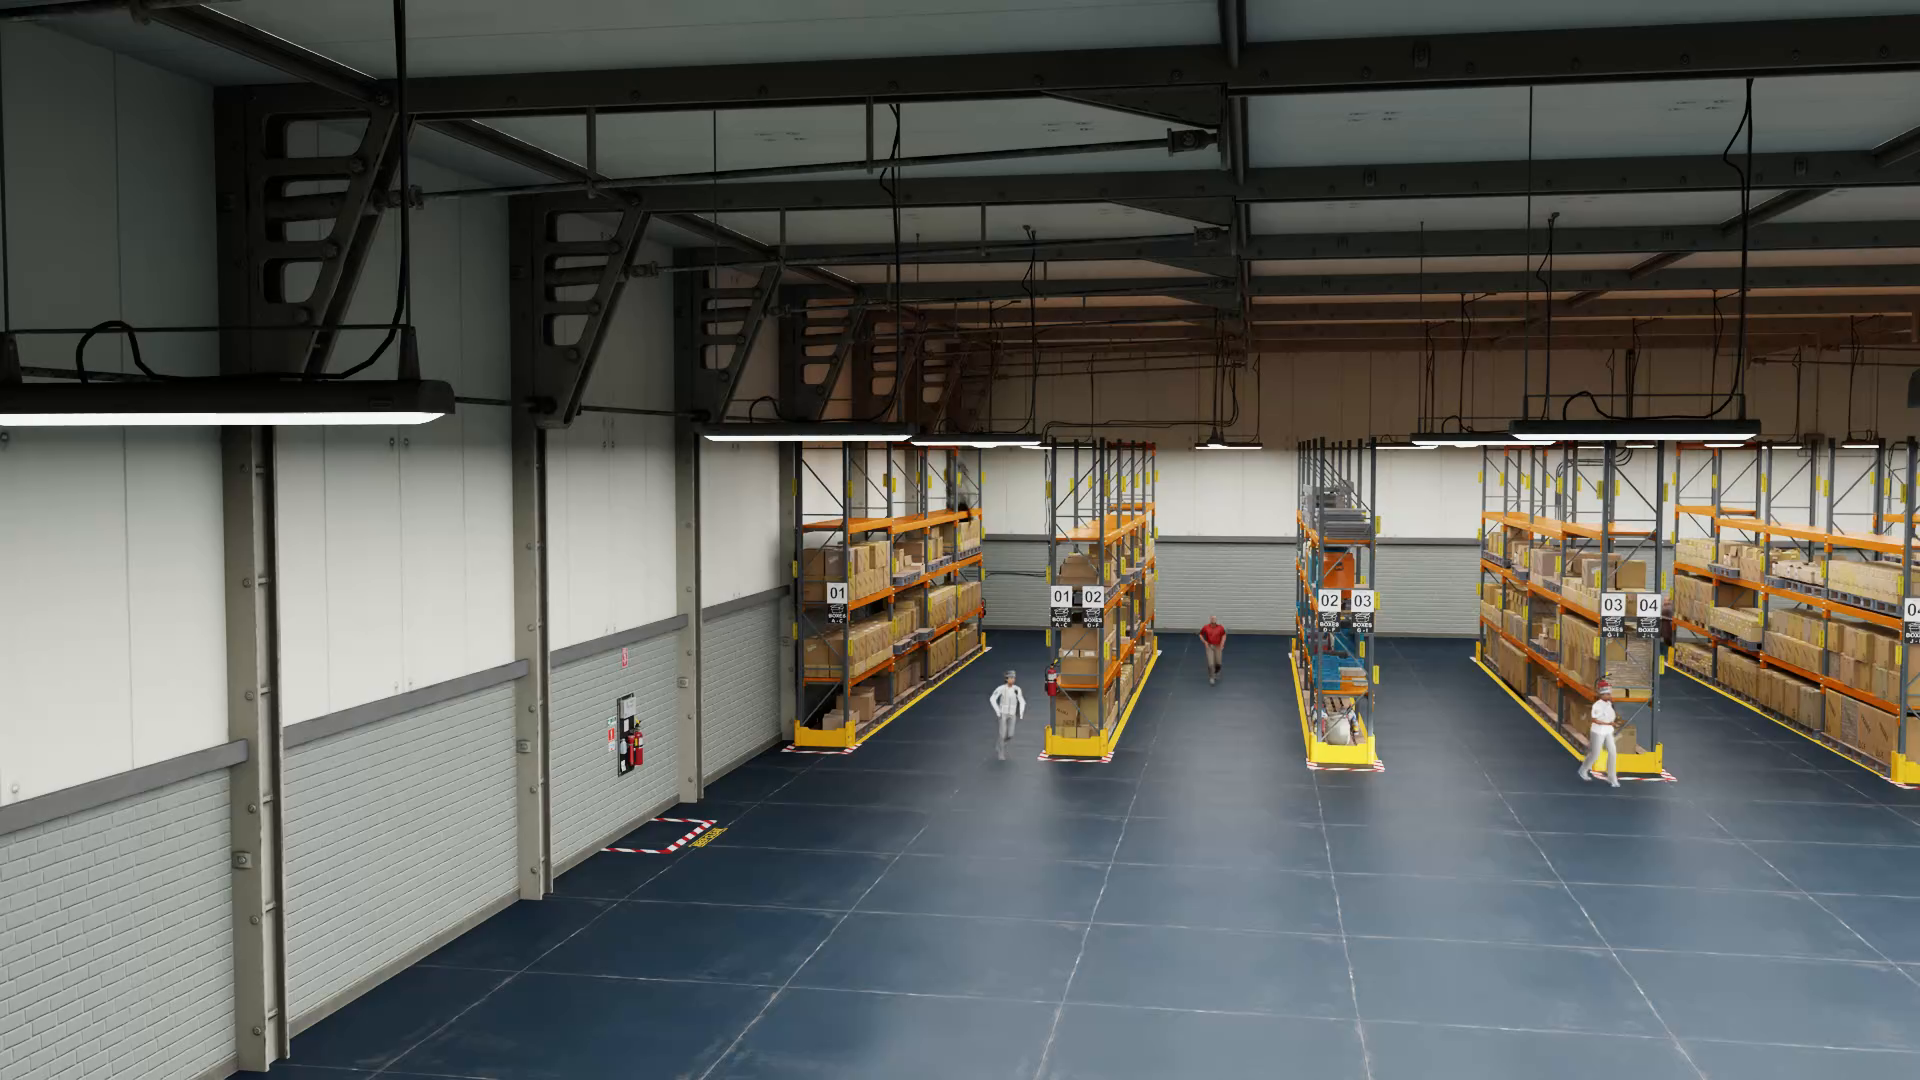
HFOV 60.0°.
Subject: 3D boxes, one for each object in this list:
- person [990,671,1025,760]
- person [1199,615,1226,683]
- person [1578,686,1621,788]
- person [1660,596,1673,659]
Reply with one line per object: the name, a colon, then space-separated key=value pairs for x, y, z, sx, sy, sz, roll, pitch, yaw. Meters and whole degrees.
person: x=0.891 y=3.265 z=31.121 sx=0.680 sy=1.653 sz=0.505 roll=-1 pitch=3 yaw=-13
person: x=6.267 y=2.698 z=41.246 sx=0.669 sy=1.694 sz=0.594 roll=0 pitch=3 yaw=4
person: x=11.042 y=3.370 z=28.650 sx=0.594 sy=1.761 sz=0.768 roll=-2 pitch=4 yaw=-30
person: x=19.290 y=2.428 z=45.502 sx=0.823 sy=1.806 sz=0.673 roll=-1 pitch=3 yaw=-13
